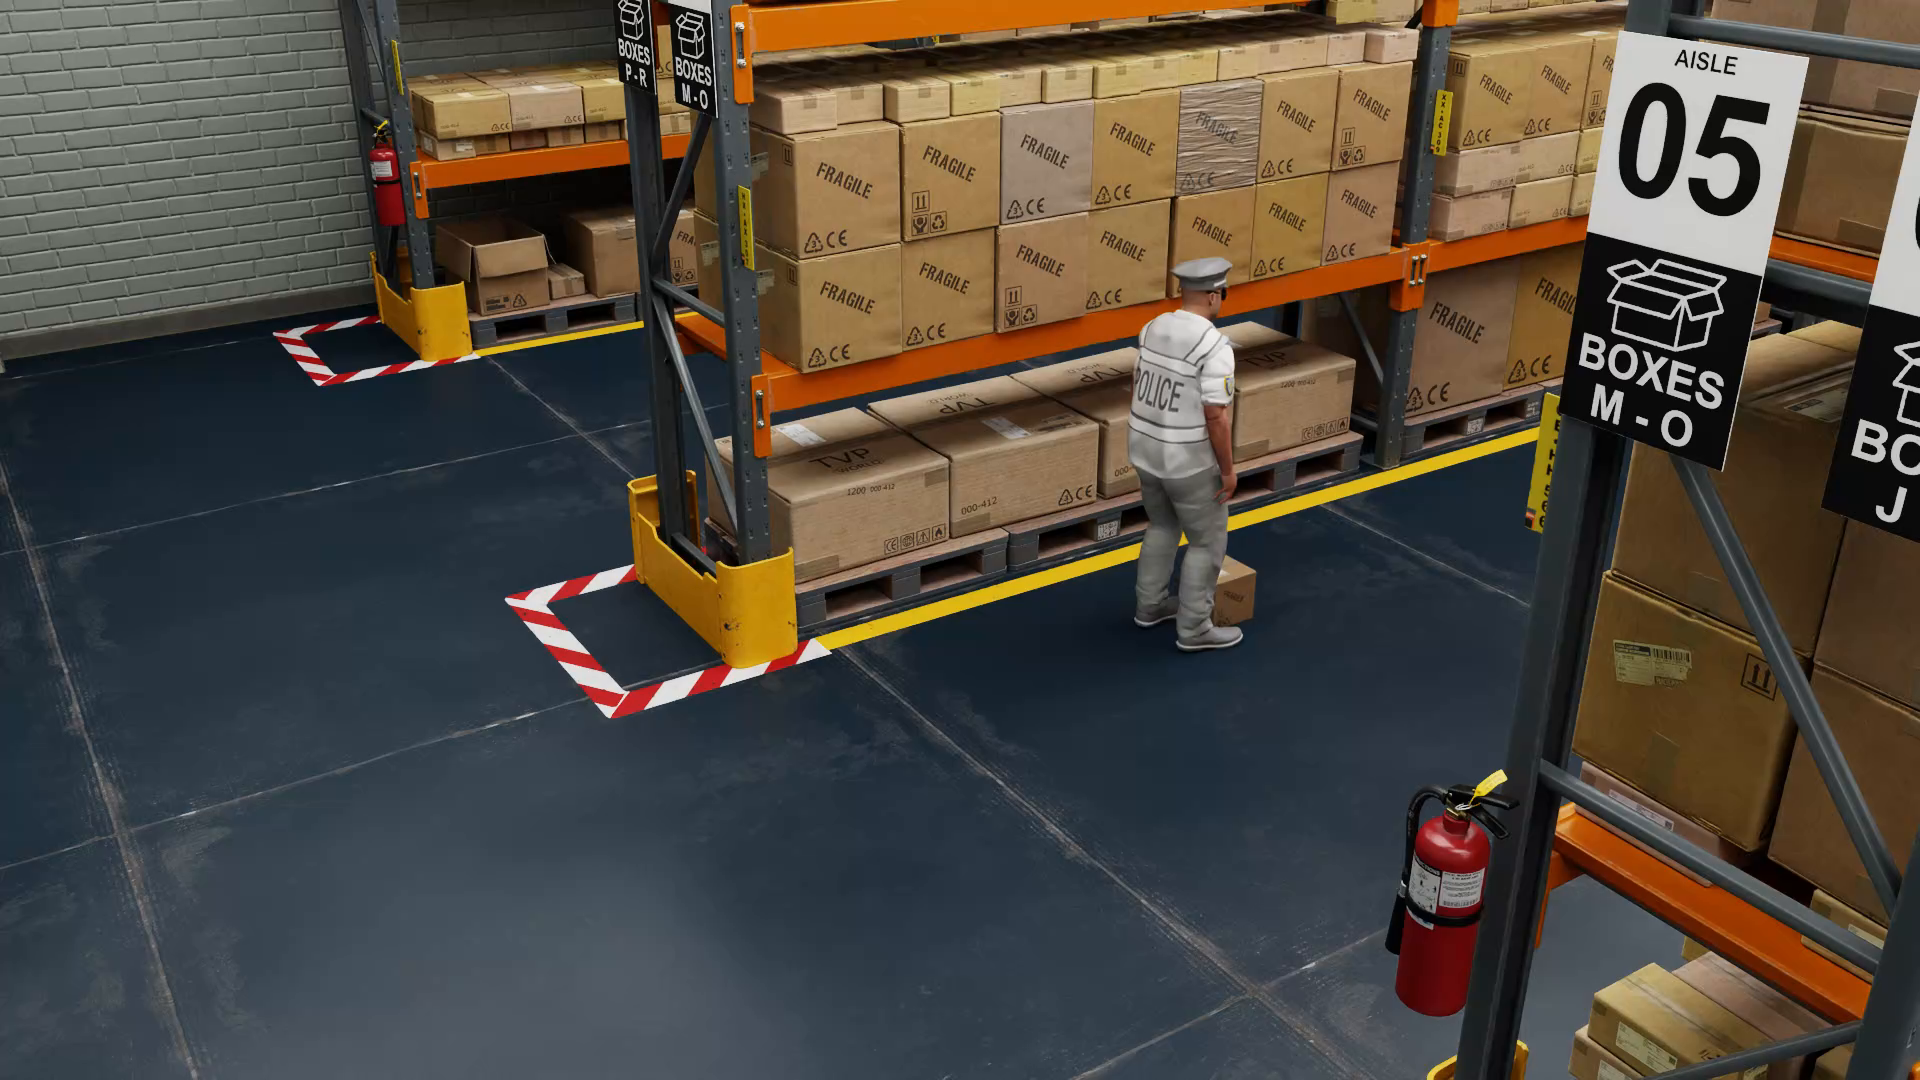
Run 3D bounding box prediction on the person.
[{"bbox_3d":[0.983,-0.369,7.392,0.436,1.746,0.590,-17,30,-32],"label":"person"}]
